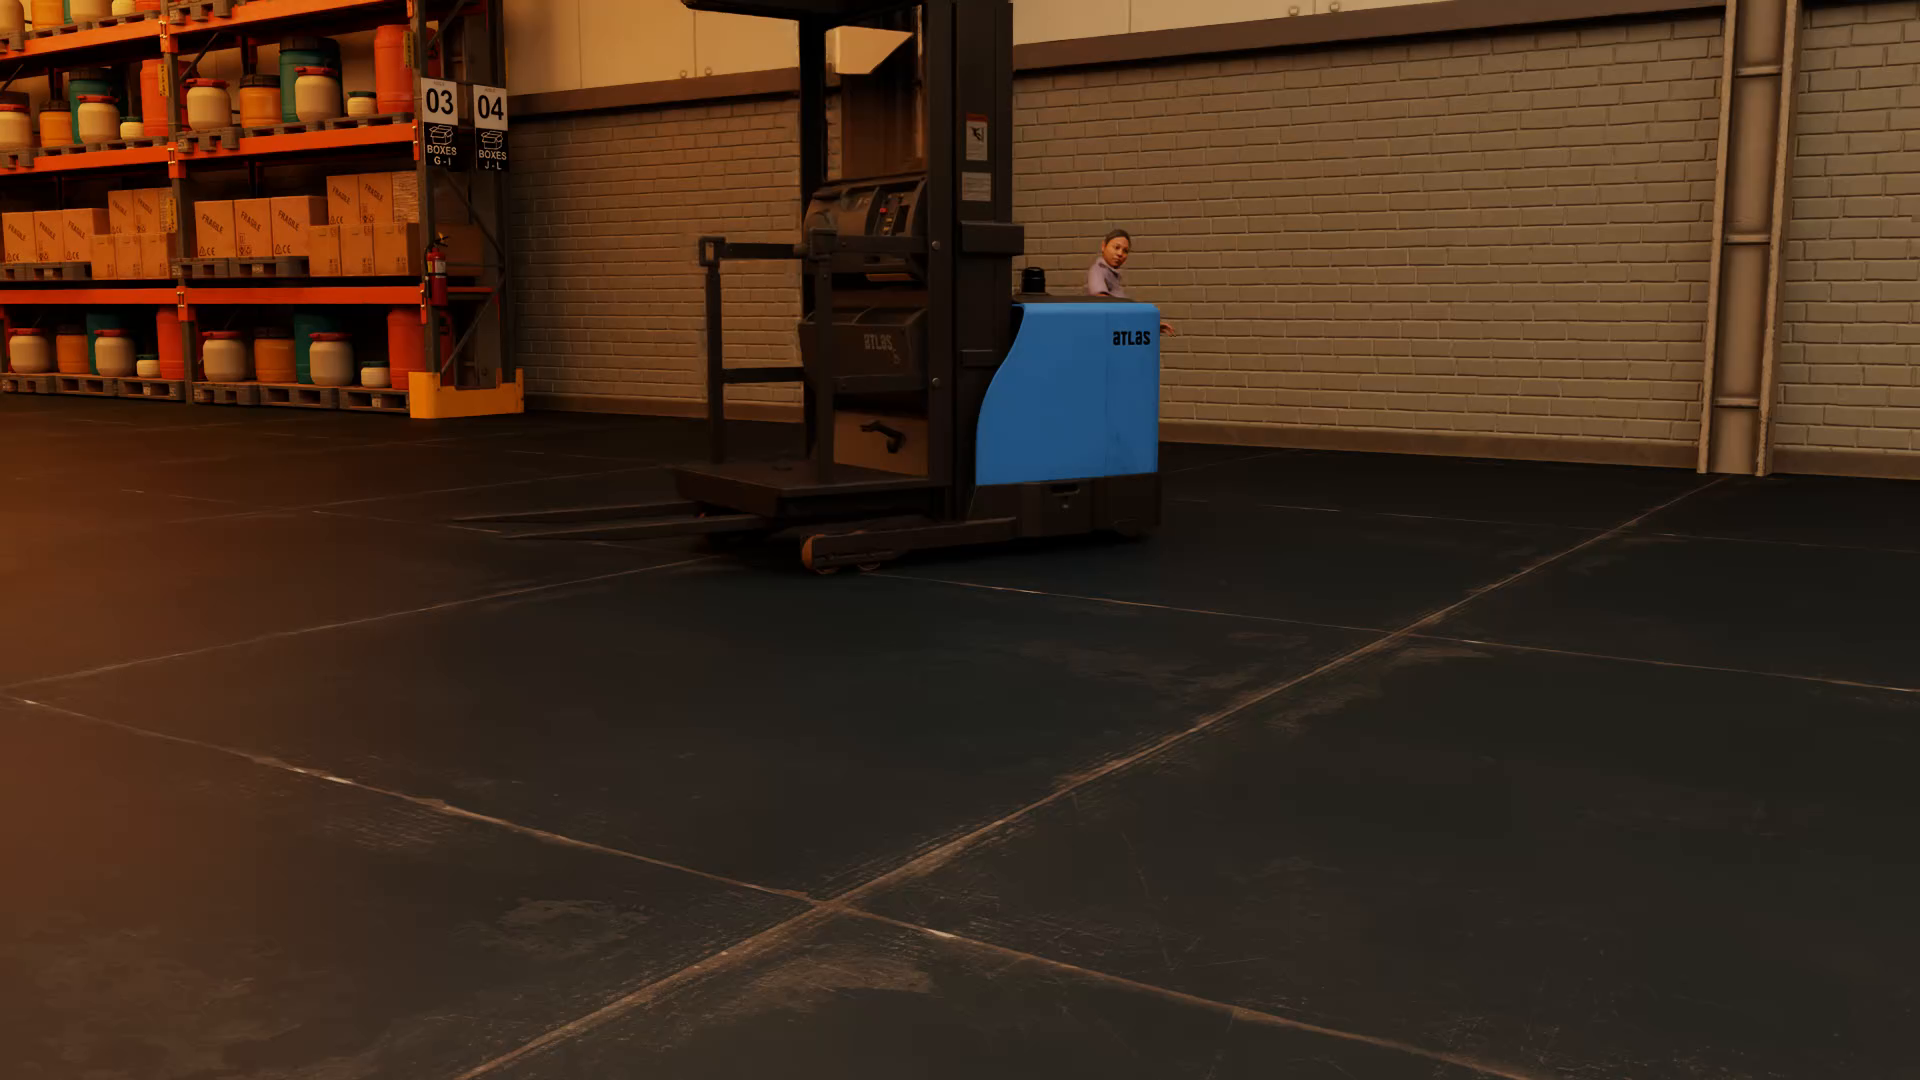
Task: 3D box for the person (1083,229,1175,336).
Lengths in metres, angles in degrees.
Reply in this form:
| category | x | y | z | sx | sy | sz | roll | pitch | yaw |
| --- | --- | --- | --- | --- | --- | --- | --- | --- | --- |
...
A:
| category | x | y | z | sx | sy | sz | roll | pitch | yaw |
| --- | --- | --- | --- | --- | --- | --- | --- | --- | --- |
| person | 0.997 | -1.136 | 10.213 | 0.795 | 1.525 | 0.810 | -2 | 8 | -12 |

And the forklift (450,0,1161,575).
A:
| category | x | y | z | sx | sy | sz | roll | pitch | yaw |
| --- | --- | --- | --- | --- | --- | --- | --- | --- | --- |
| forklift | -0.590 | -1.396 | 7.006 | 3.031 | 2.935 | 1.130 | -5 | 10 | -33 |
